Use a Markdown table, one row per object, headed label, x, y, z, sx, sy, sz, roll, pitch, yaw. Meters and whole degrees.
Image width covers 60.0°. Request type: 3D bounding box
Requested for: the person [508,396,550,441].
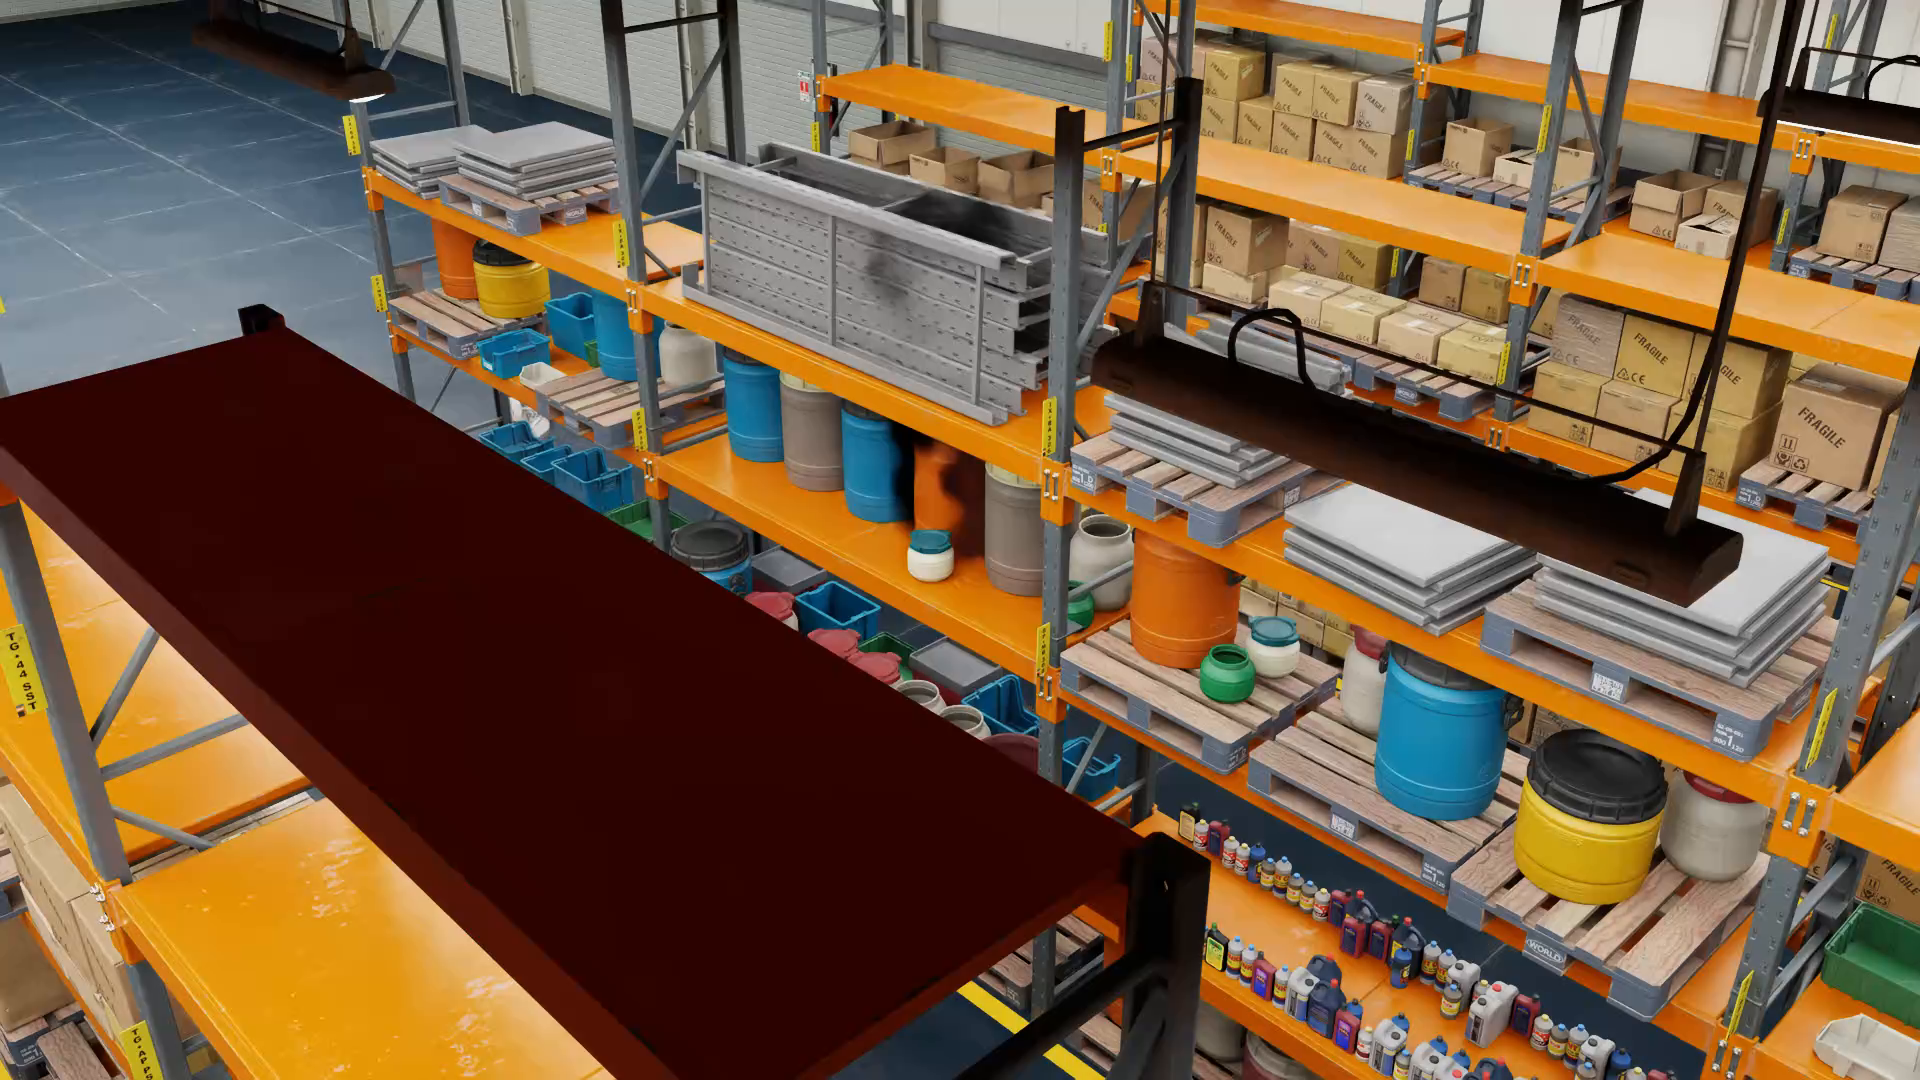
| label | x | y | z | sx | sy | sz | roll | pitch | yaw |
| --- | --- | --- | --- | --- | --- | --- | --- | --- | --- |
| person | -4.396 | -1.073 | 17.102 | 0.896 | 1.671 | 0.621 | 9 | 30 | 17 |
